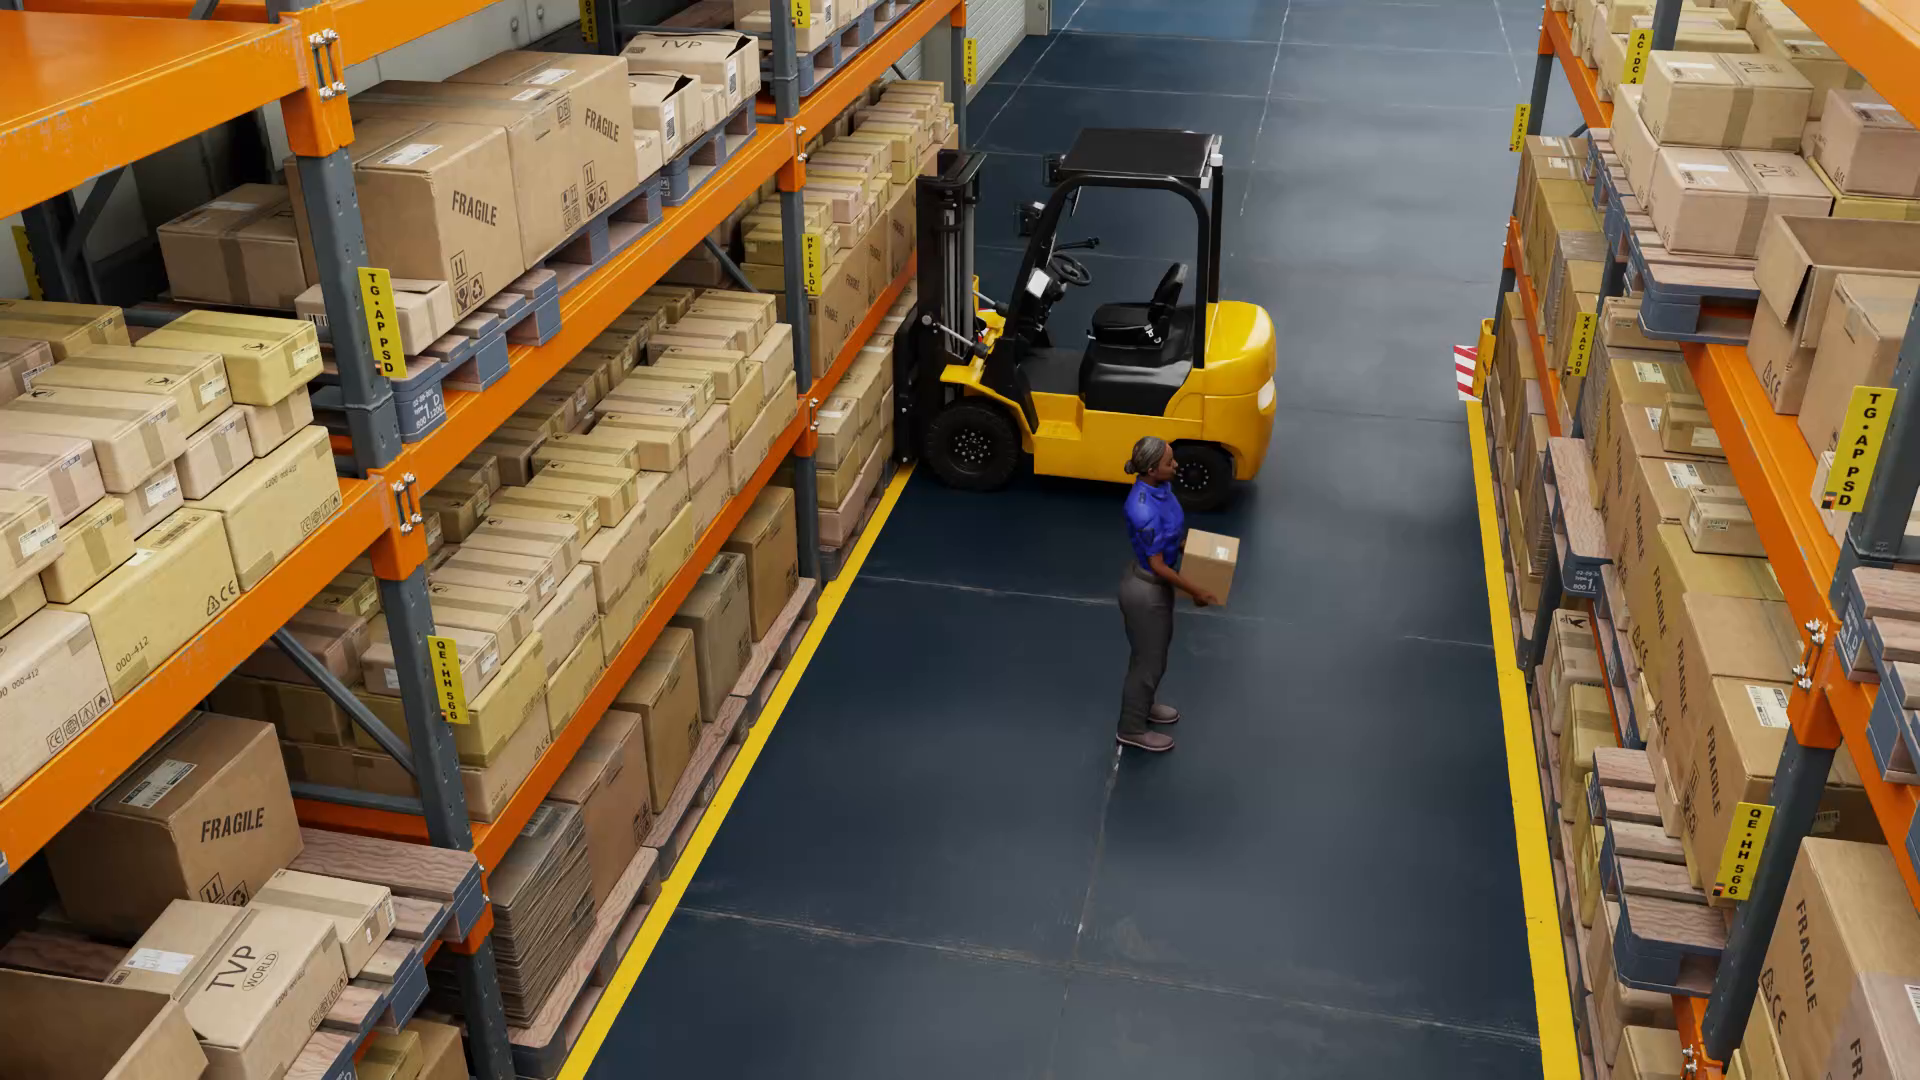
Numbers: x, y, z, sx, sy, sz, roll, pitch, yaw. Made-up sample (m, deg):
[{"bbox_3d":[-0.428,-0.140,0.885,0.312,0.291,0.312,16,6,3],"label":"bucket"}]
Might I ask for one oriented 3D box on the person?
[{"bbox_3d":[1.021,0.263,8.151,0.503,1.654,0.450,6,30,11],"label":"person"}]
